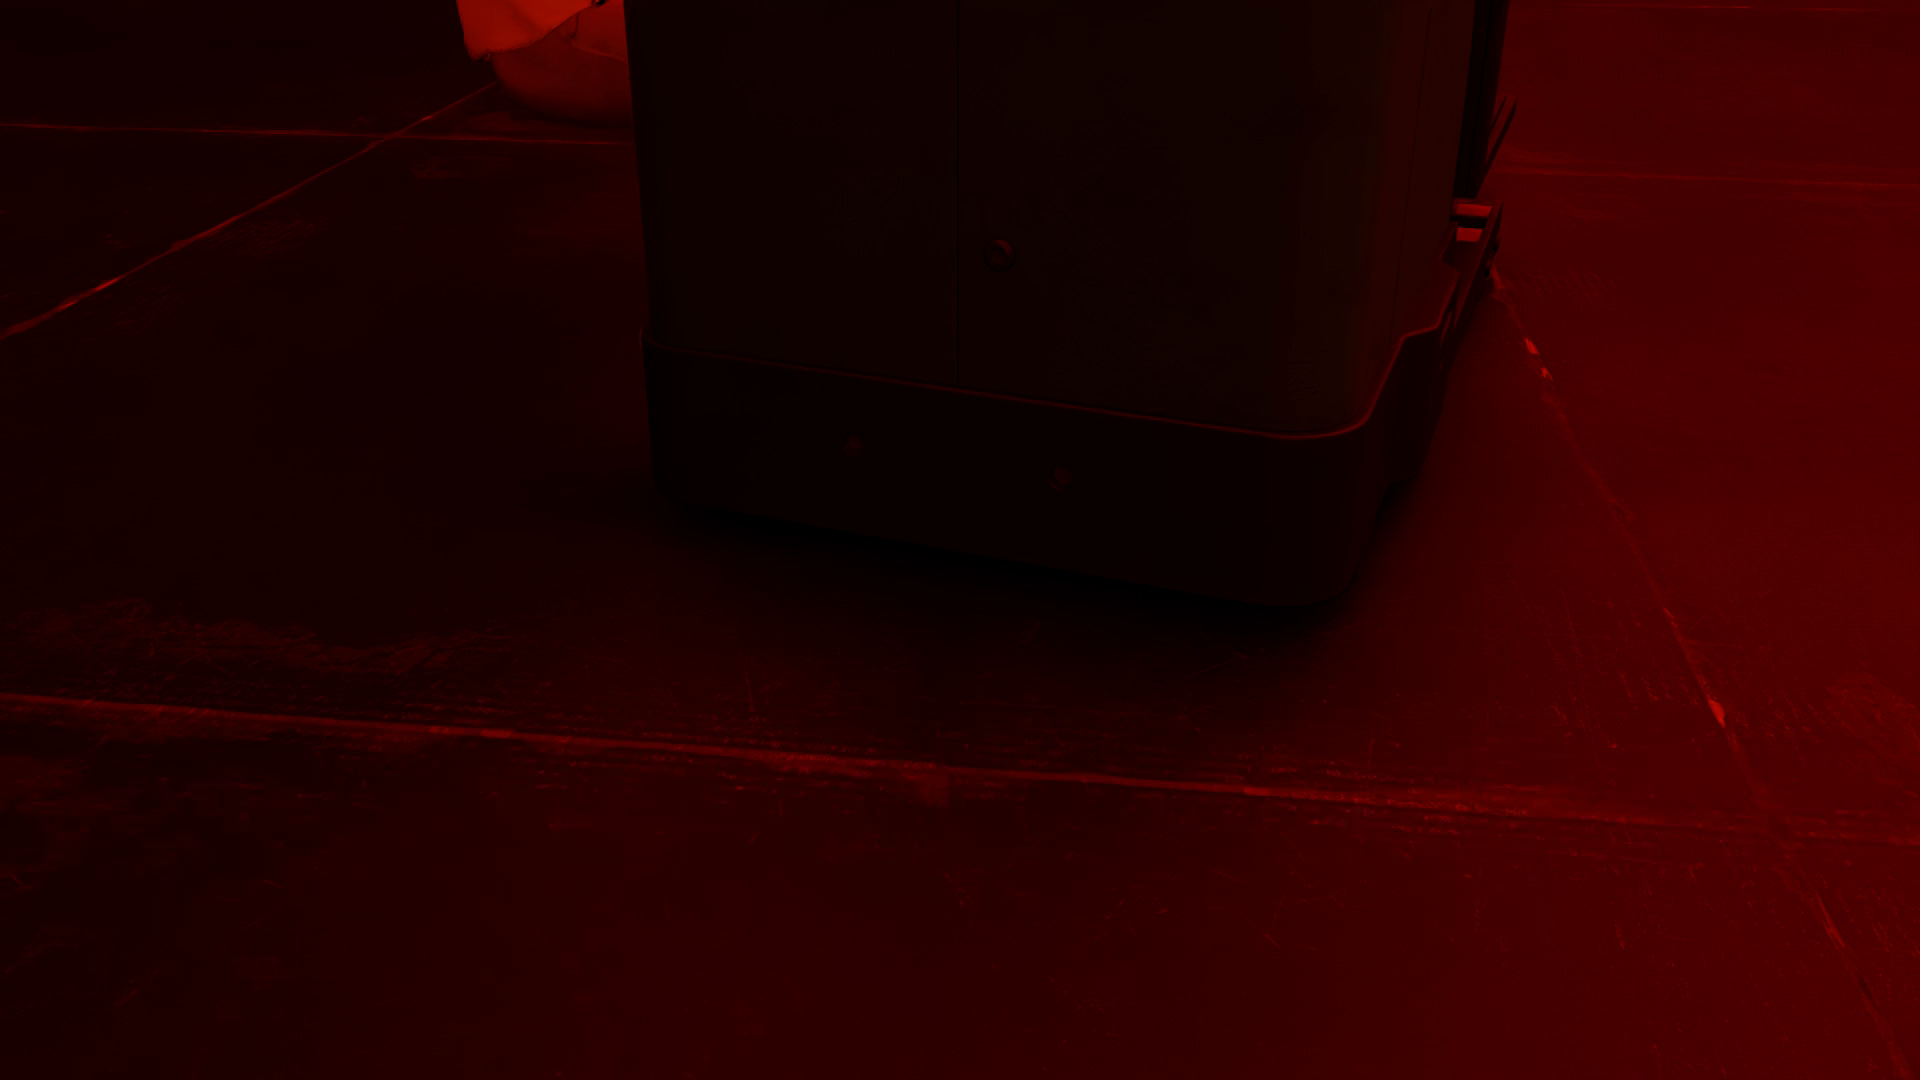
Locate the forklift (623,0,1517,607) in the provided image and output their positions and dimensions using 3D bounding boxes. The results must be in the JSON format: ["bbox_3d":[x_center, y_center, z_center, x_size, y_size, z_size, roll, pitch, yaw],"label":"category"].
[{"bbox_3d":[0.547,-1.860,2.945,1.130,2.935,3.031,10,28,19],"label":"forklift"}]

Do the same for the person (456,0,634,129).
[{"bbox_3d":[-0.389,-0.873,2.611,0.795,1.451,0.967,-2,27,-4],"label":"person"}]
